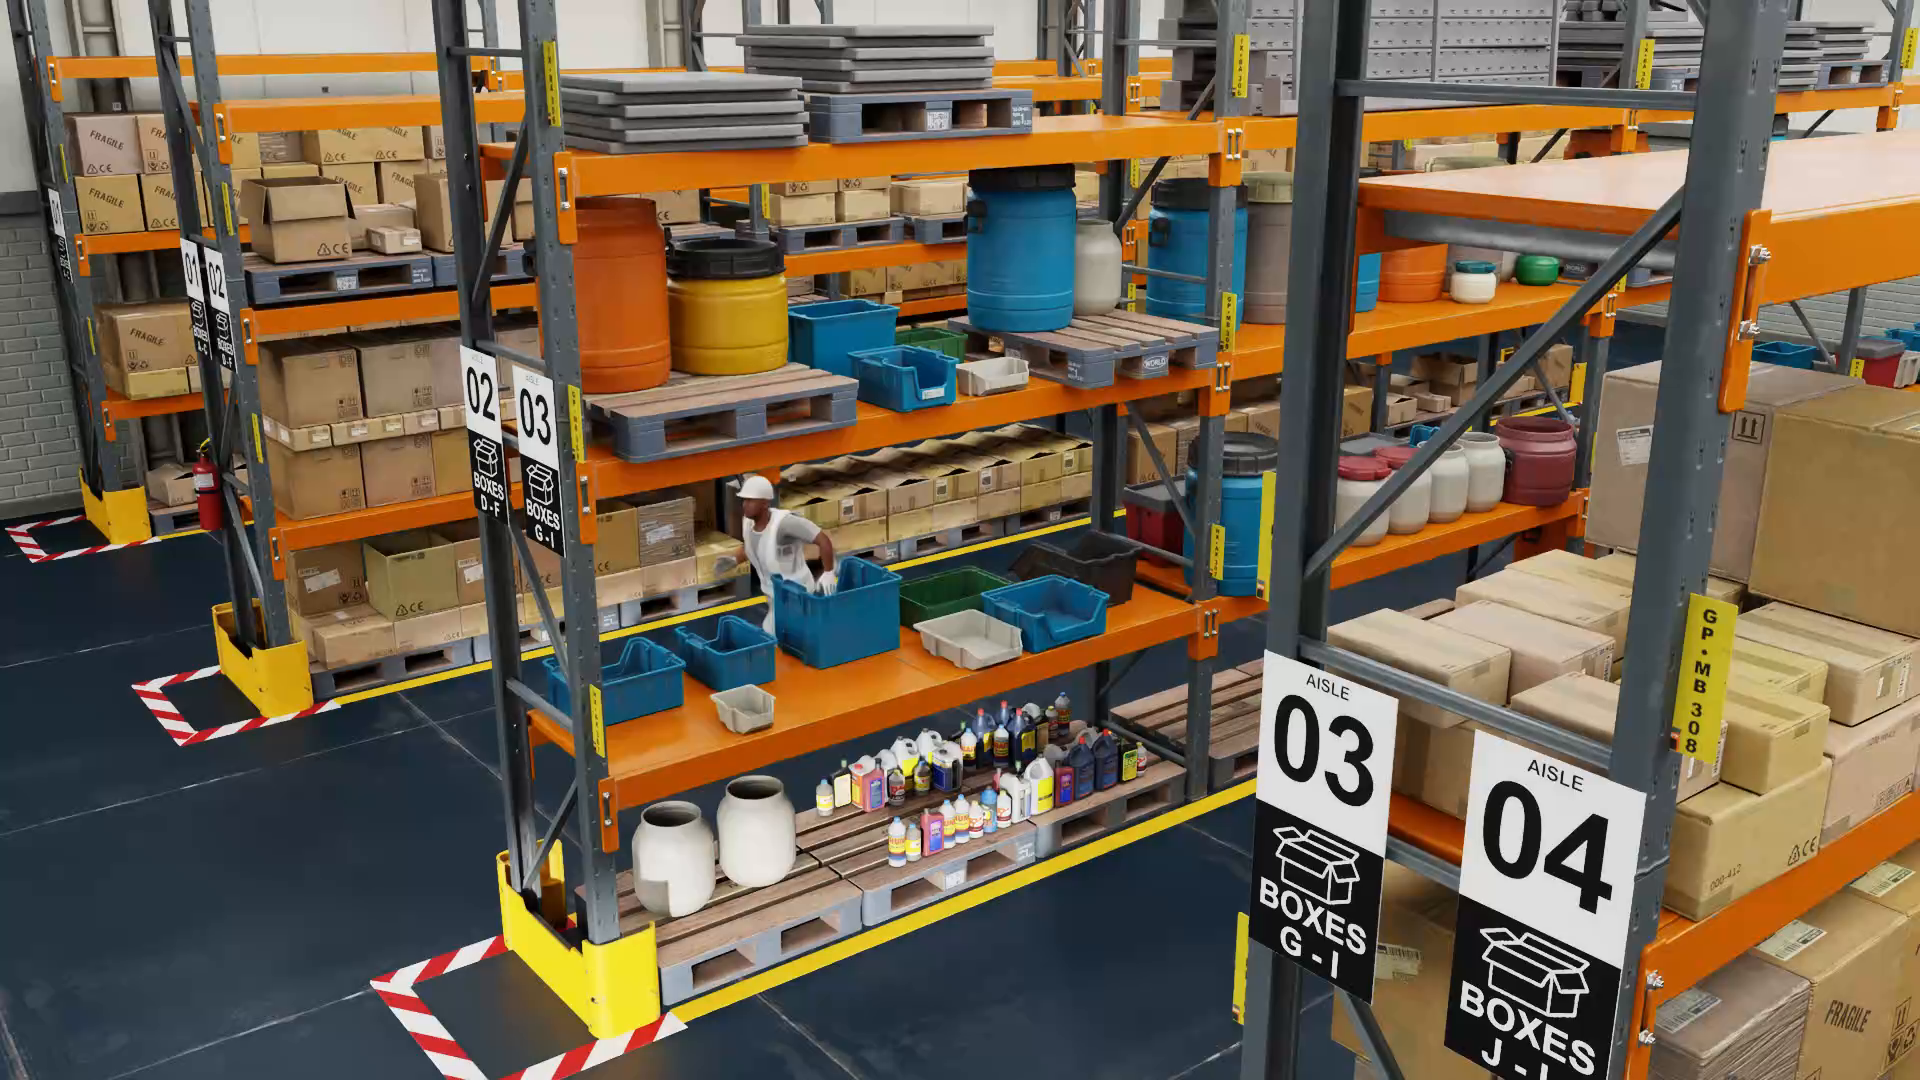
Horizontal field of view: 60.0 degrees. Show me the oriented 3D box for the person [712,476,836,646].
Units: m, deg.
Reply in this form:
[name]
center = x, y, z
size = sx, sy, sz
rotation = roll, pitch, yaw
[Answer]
[person]
center = -1.245, 0.363, 11.483
size = 0.878, 1.696, 0.684
rotation = -12, 21, -32
